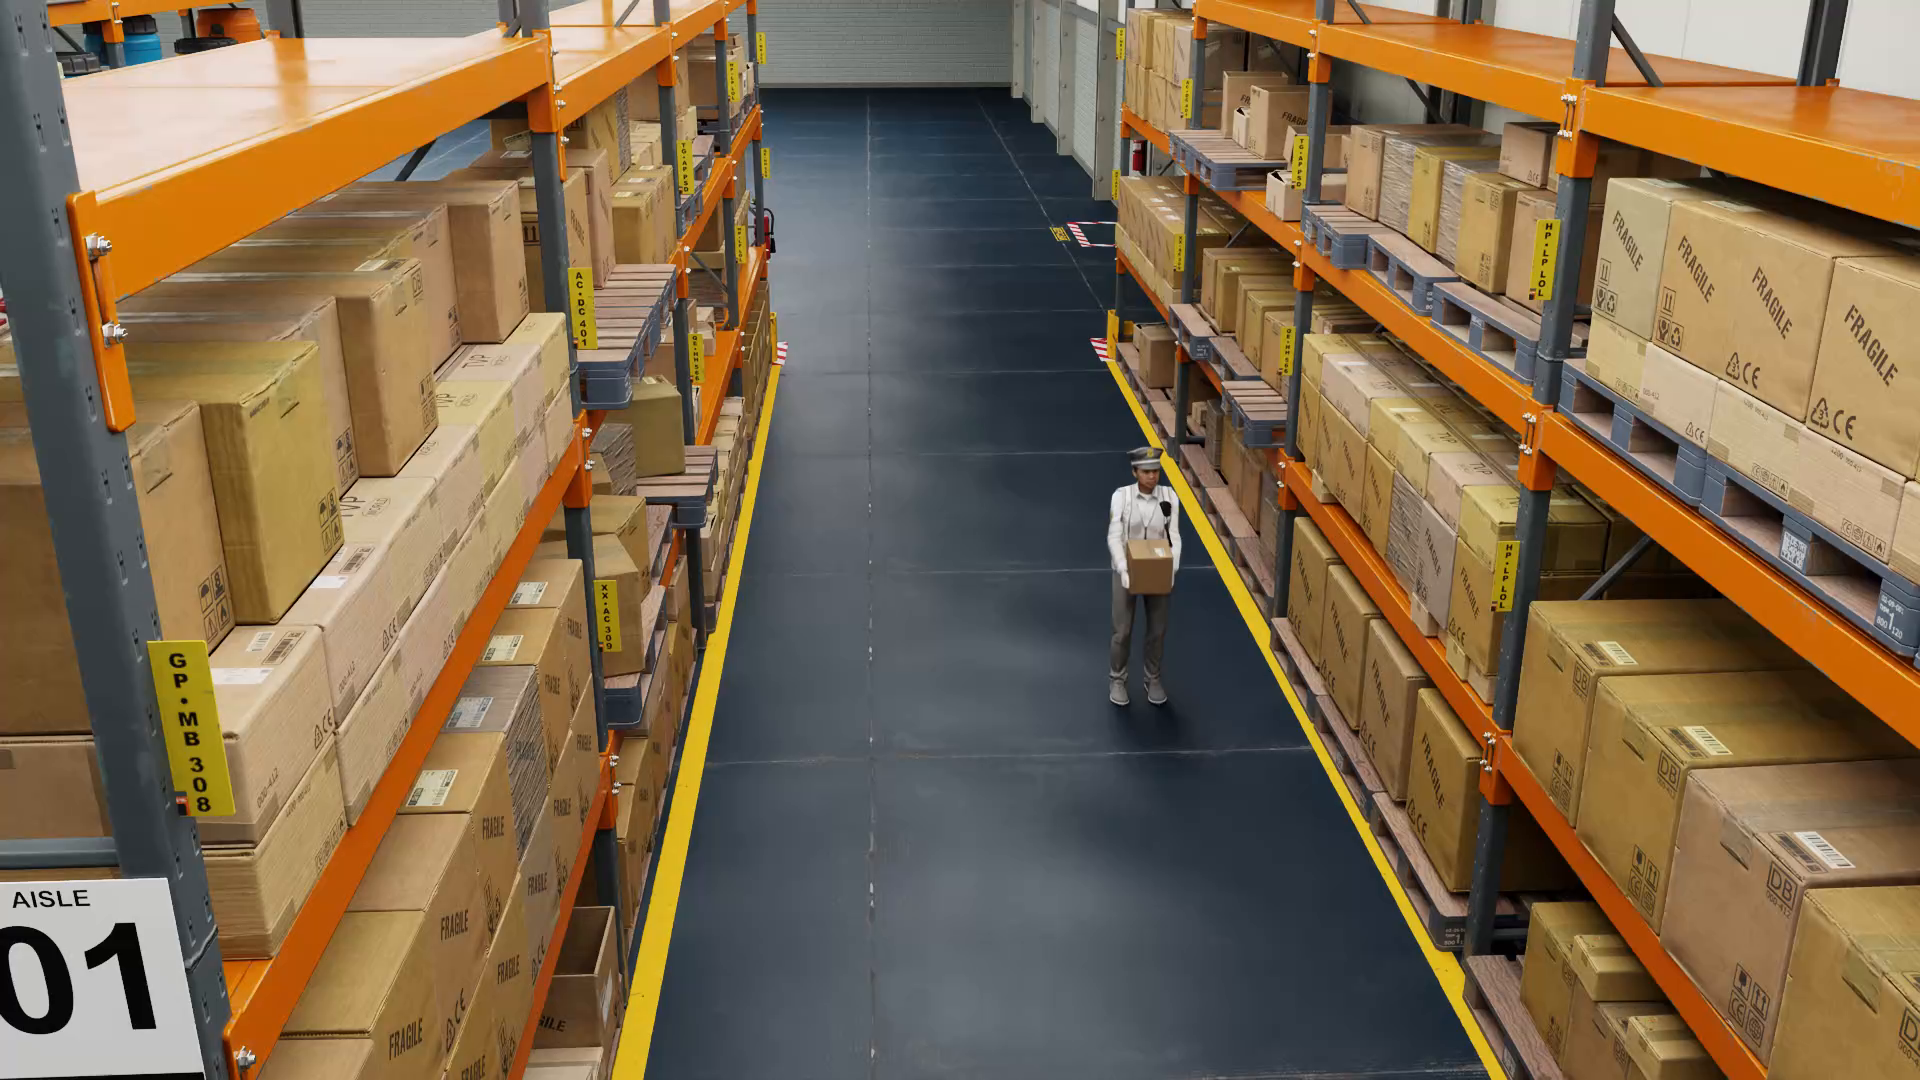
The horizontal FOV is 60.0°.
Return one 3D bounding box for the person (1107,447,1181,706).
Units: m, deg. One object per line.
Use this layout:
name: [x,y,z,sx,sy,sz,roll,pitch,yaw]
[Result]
person: [1.146,0.241,10.403,0.457,1.691,0.528,-1,21,-3]
